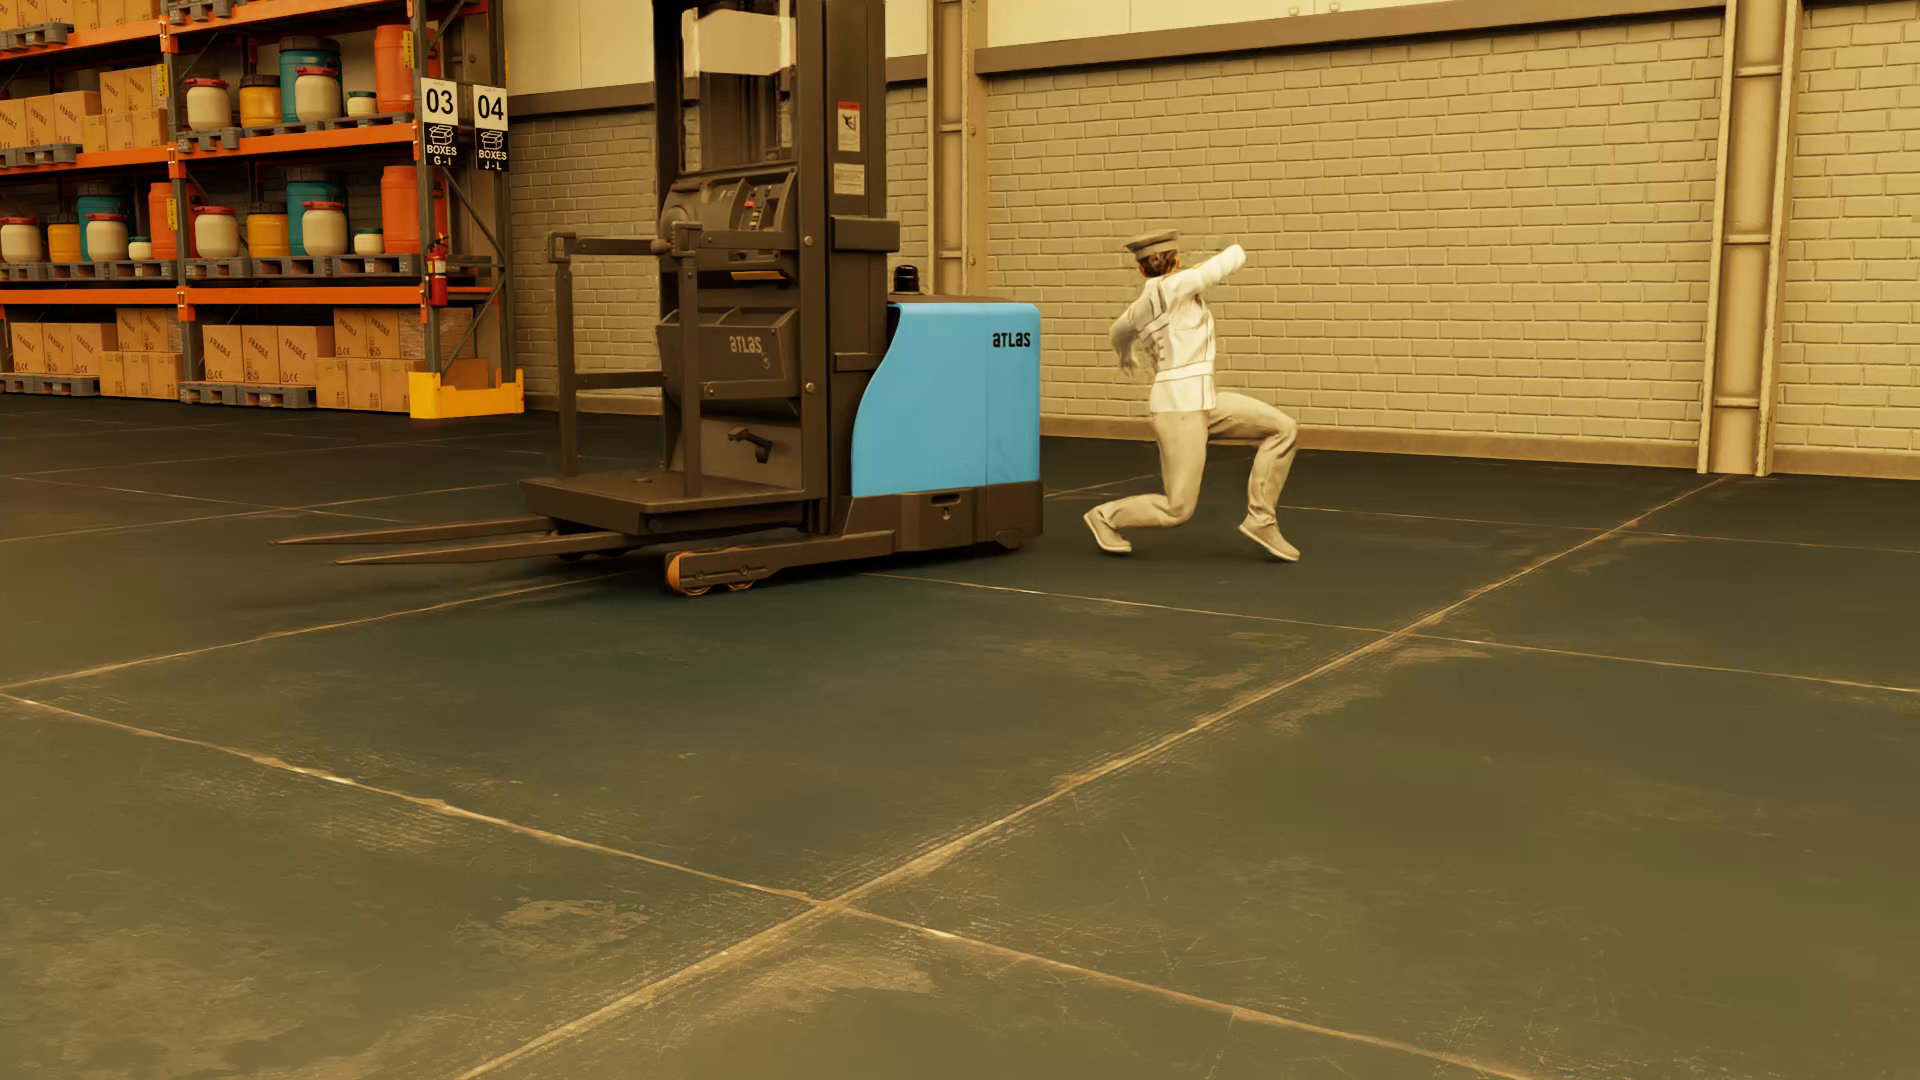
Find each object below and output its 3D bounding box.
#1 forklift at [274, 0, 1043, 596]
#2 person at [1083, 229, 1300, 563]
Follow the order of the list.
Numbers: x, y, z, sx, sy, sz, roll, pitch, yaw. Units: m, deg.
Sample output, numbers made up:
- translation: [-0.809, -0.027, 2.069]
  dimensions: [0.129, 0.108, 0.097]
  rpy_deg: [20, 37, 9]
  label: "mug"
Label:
- translation: [-1.096, -1.326, 6.519]
  dimensions: [3.031, 2.935, 1.130]
  rpy_deg: [-7, 10, -39]
  label: "forklift"
- translation: [1.016, -0.635, 7.164]
  dimensions: [0.926, 1.377, 0.893]
  rpy_deg: [2, 8, 12]
  label: "person"
